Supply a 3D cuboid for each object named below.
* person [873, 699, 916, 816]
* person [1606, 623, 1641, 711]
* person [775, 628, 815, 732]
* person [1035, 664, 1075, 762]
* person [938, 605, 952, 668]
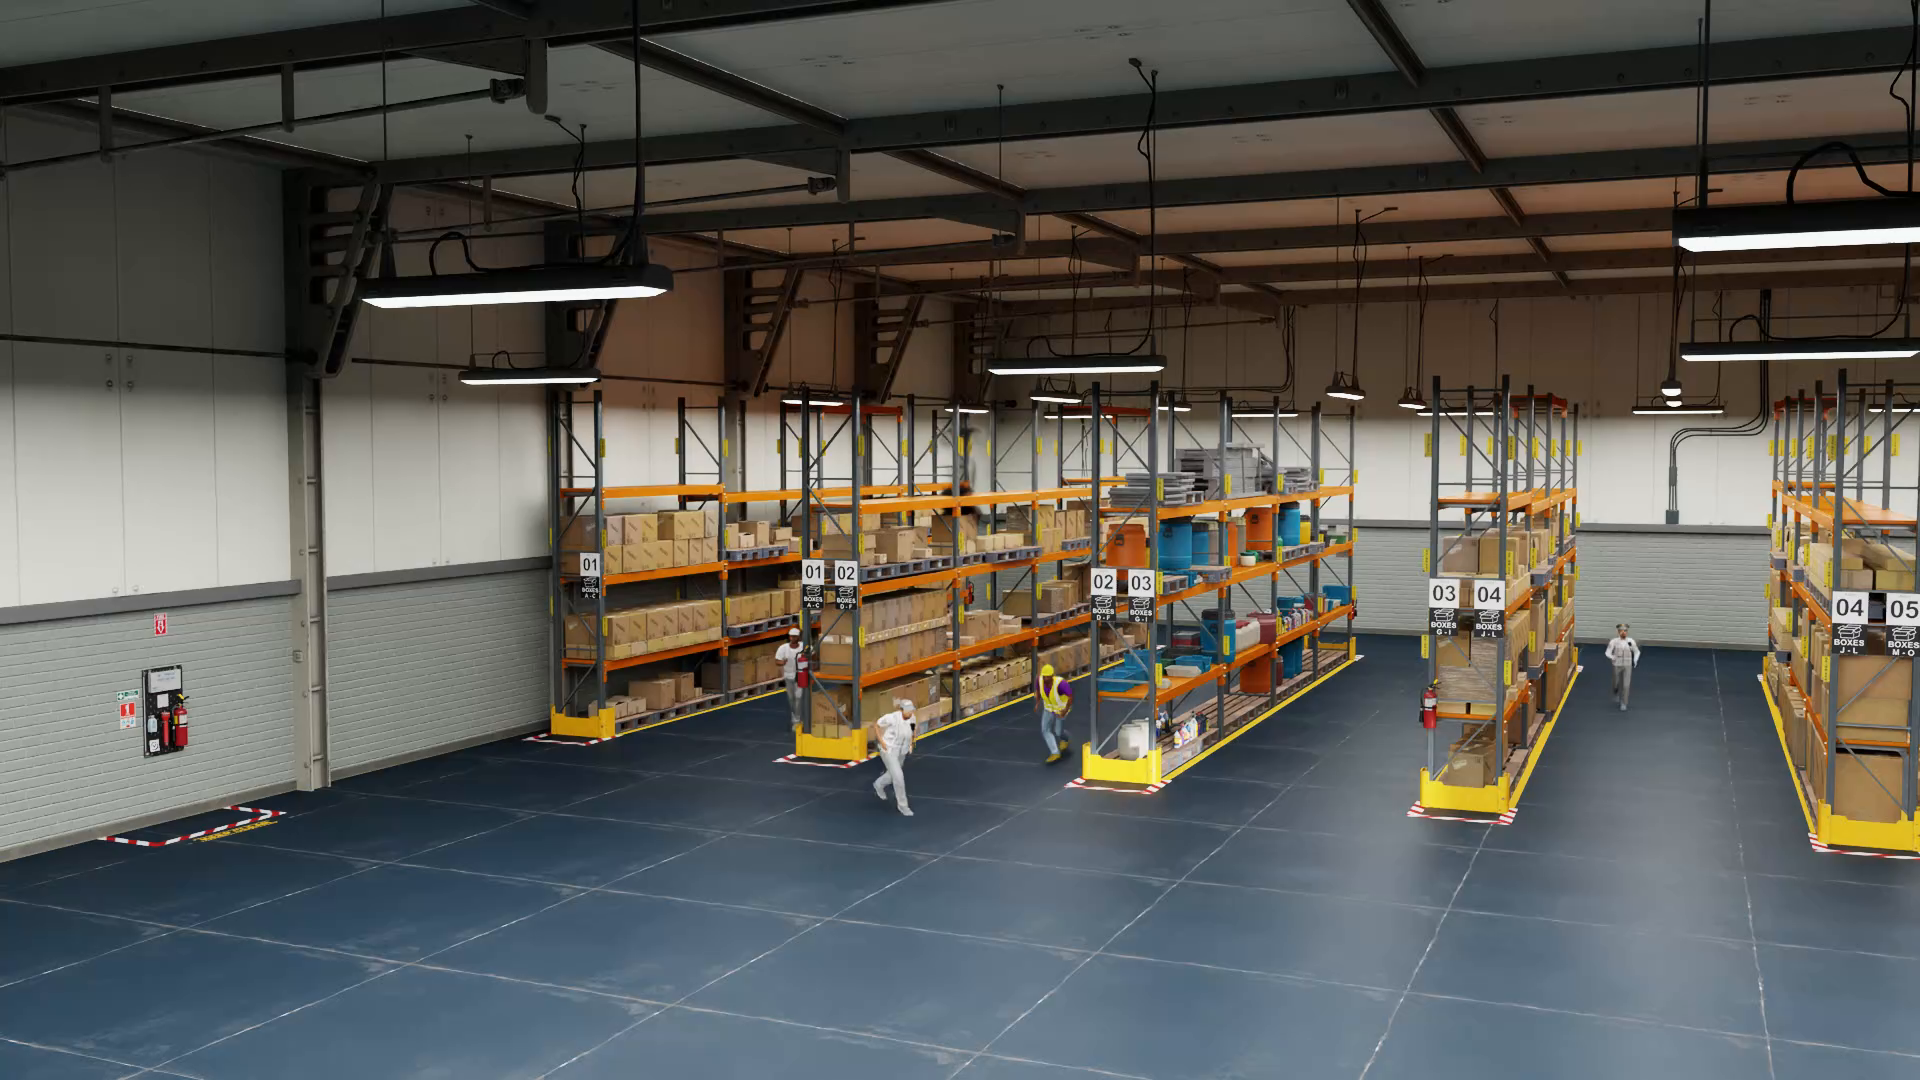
[{"bbox_3d":[-0.938,2.966,22.968,0.639,1.627,1.028,-2,4,-33],"label":"person"},{"bbox_3d":[12.698,2.414,31.846,0.625,1.649,0.723,1,3,19],"label":"person"},{"bbox_3d":[-2.943,2.462,29.662,0.681,1.802,0.897,0,3,5],"label":"person"},{"bbox_3d":[1.569,2.750,26.736,0.703,1.600,1.115,2,4,28],"label":"person"},{"bbox_3d":[-0.320,2.181,36.437,0.549,1.644,0.813,1,3,18],"label":"person"}]
